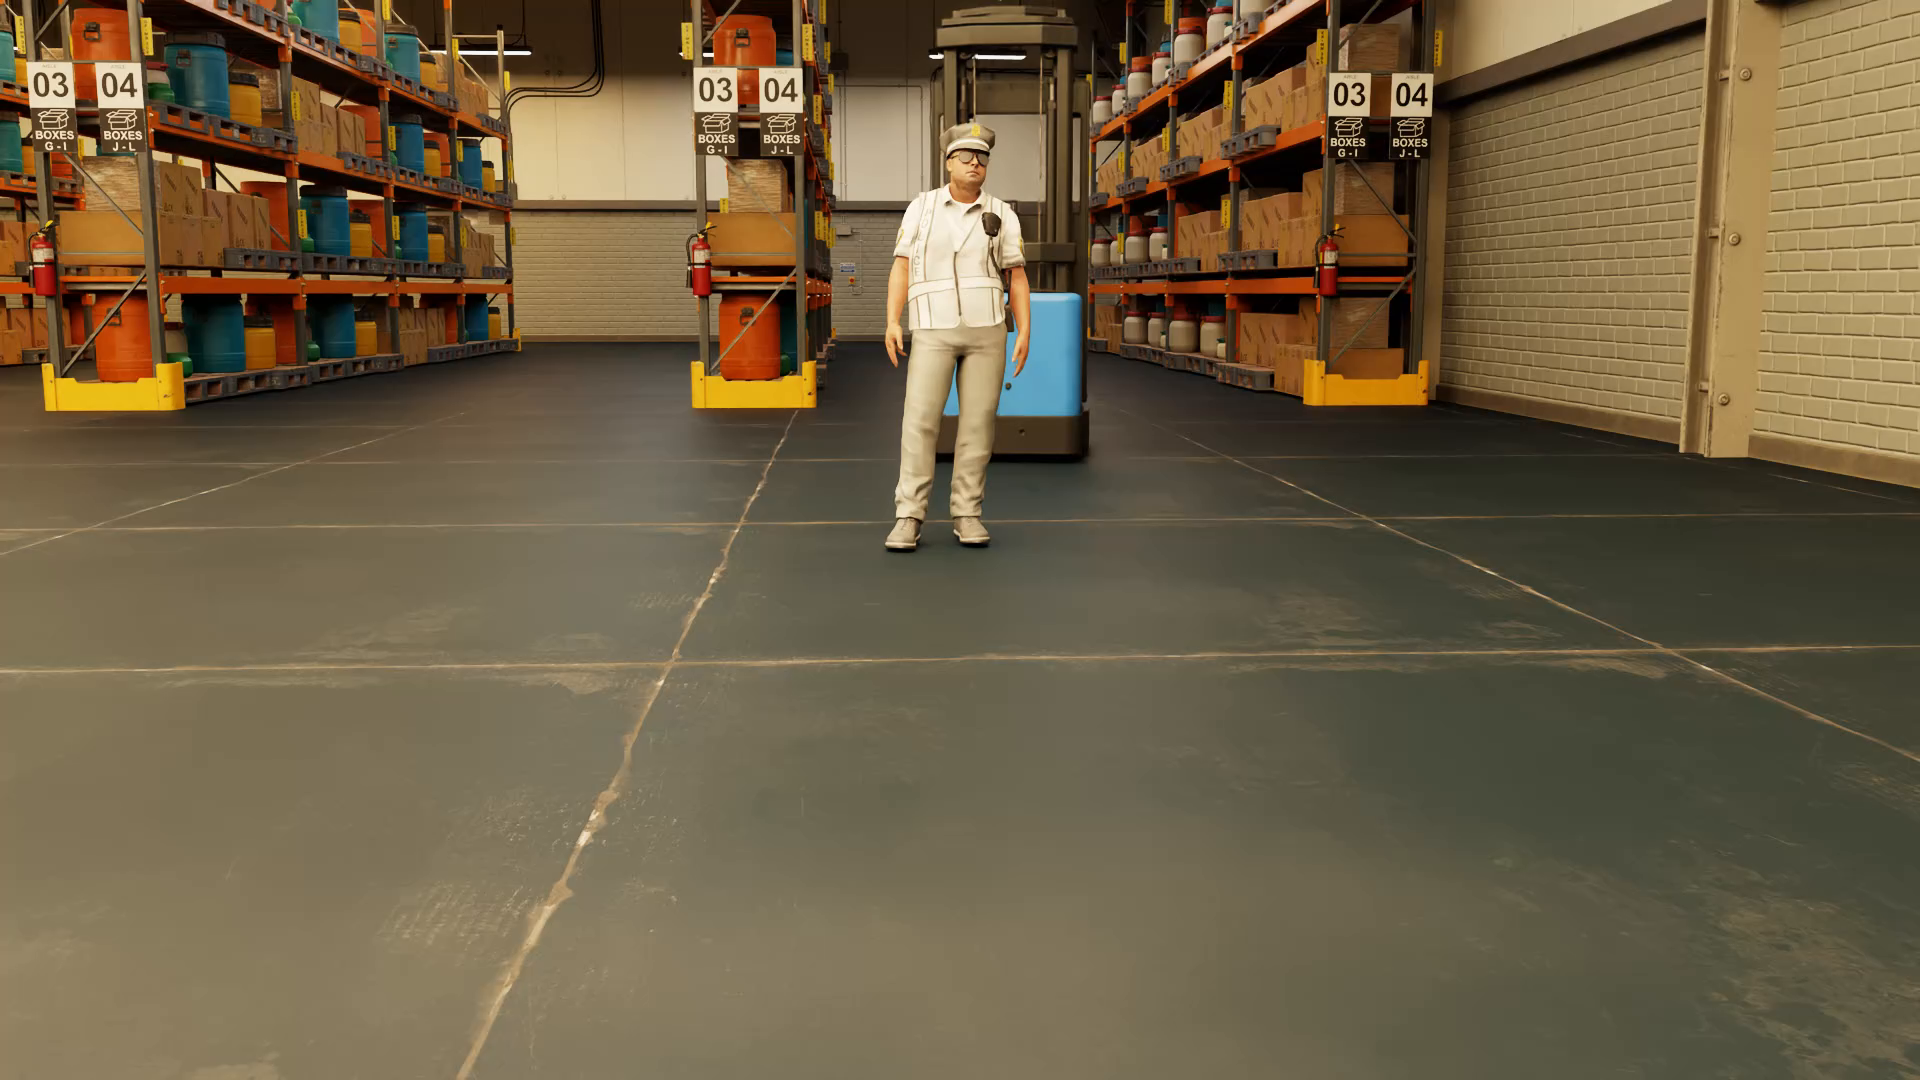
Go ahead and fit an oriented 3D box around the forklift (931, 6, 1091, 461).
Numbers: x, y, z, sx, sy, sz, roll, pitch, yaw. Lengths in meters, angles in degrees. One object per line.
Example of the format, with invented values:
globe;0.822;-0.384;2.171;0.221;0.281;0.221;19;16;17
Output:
forklift;0.366;-2.141;11.754;1.130;2.935;3.031;1;8;5

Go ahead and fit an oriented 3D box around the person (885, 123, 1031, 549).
person;-0.008;-0.877;7.101;0.640;1.781;0.575;-1;8;-4
